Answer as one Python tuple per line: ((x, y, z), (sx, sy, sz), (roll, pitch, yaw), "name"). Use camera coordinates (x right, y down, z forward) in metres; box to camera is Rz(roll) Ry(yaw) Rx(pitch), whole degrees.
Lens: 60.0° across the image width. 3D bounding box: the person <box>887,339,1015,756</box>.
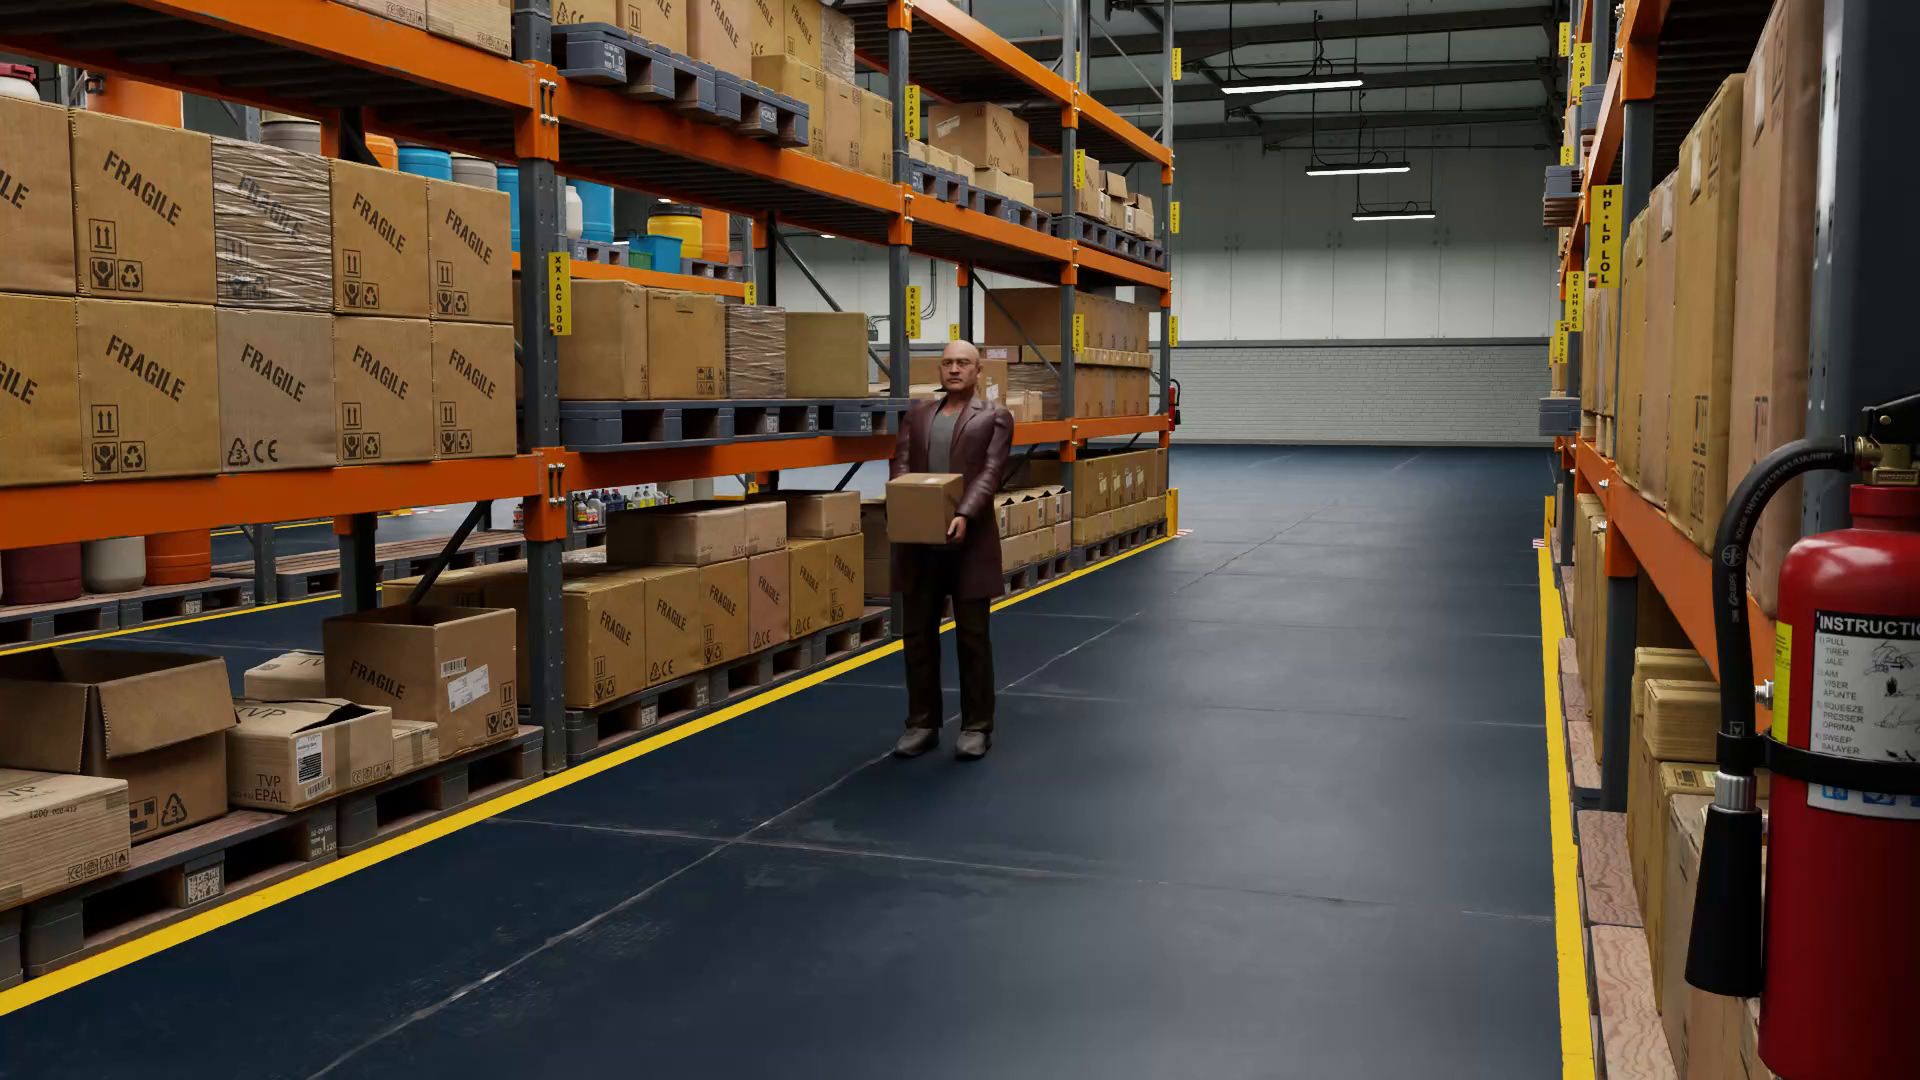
((-0.064, 0.031, 7.078), (0.528, 1.773, 0.554), (2, 5, 18), "person")
